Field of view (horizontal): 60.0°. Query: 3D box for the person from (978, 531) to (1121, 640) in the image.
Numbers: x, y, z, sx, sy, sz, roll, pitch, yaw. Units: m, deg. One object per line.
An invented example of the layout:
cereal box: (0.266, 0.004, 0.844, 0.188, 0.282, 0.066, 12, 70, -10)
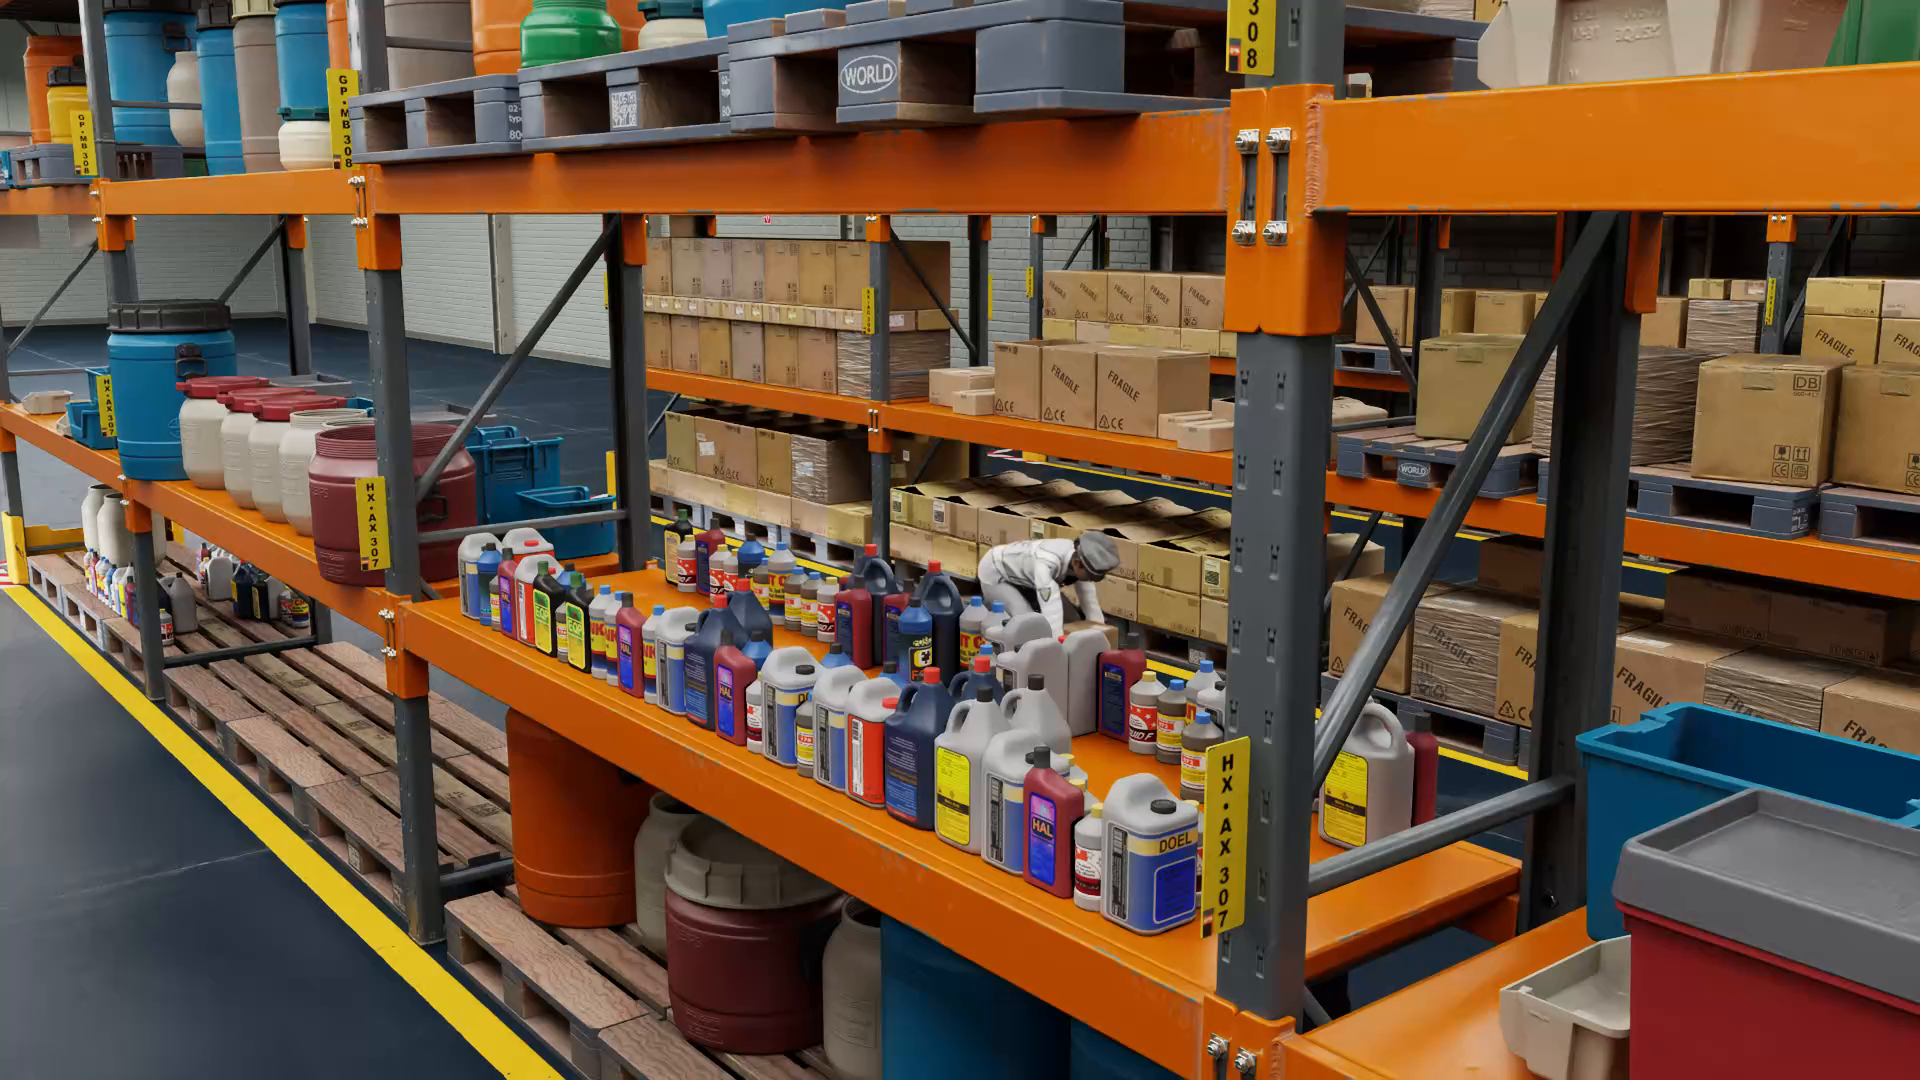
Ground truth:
person: (0.496, 0.394, 9.206, 0.462, 0.983, 0.911, -10, 15, -41)
